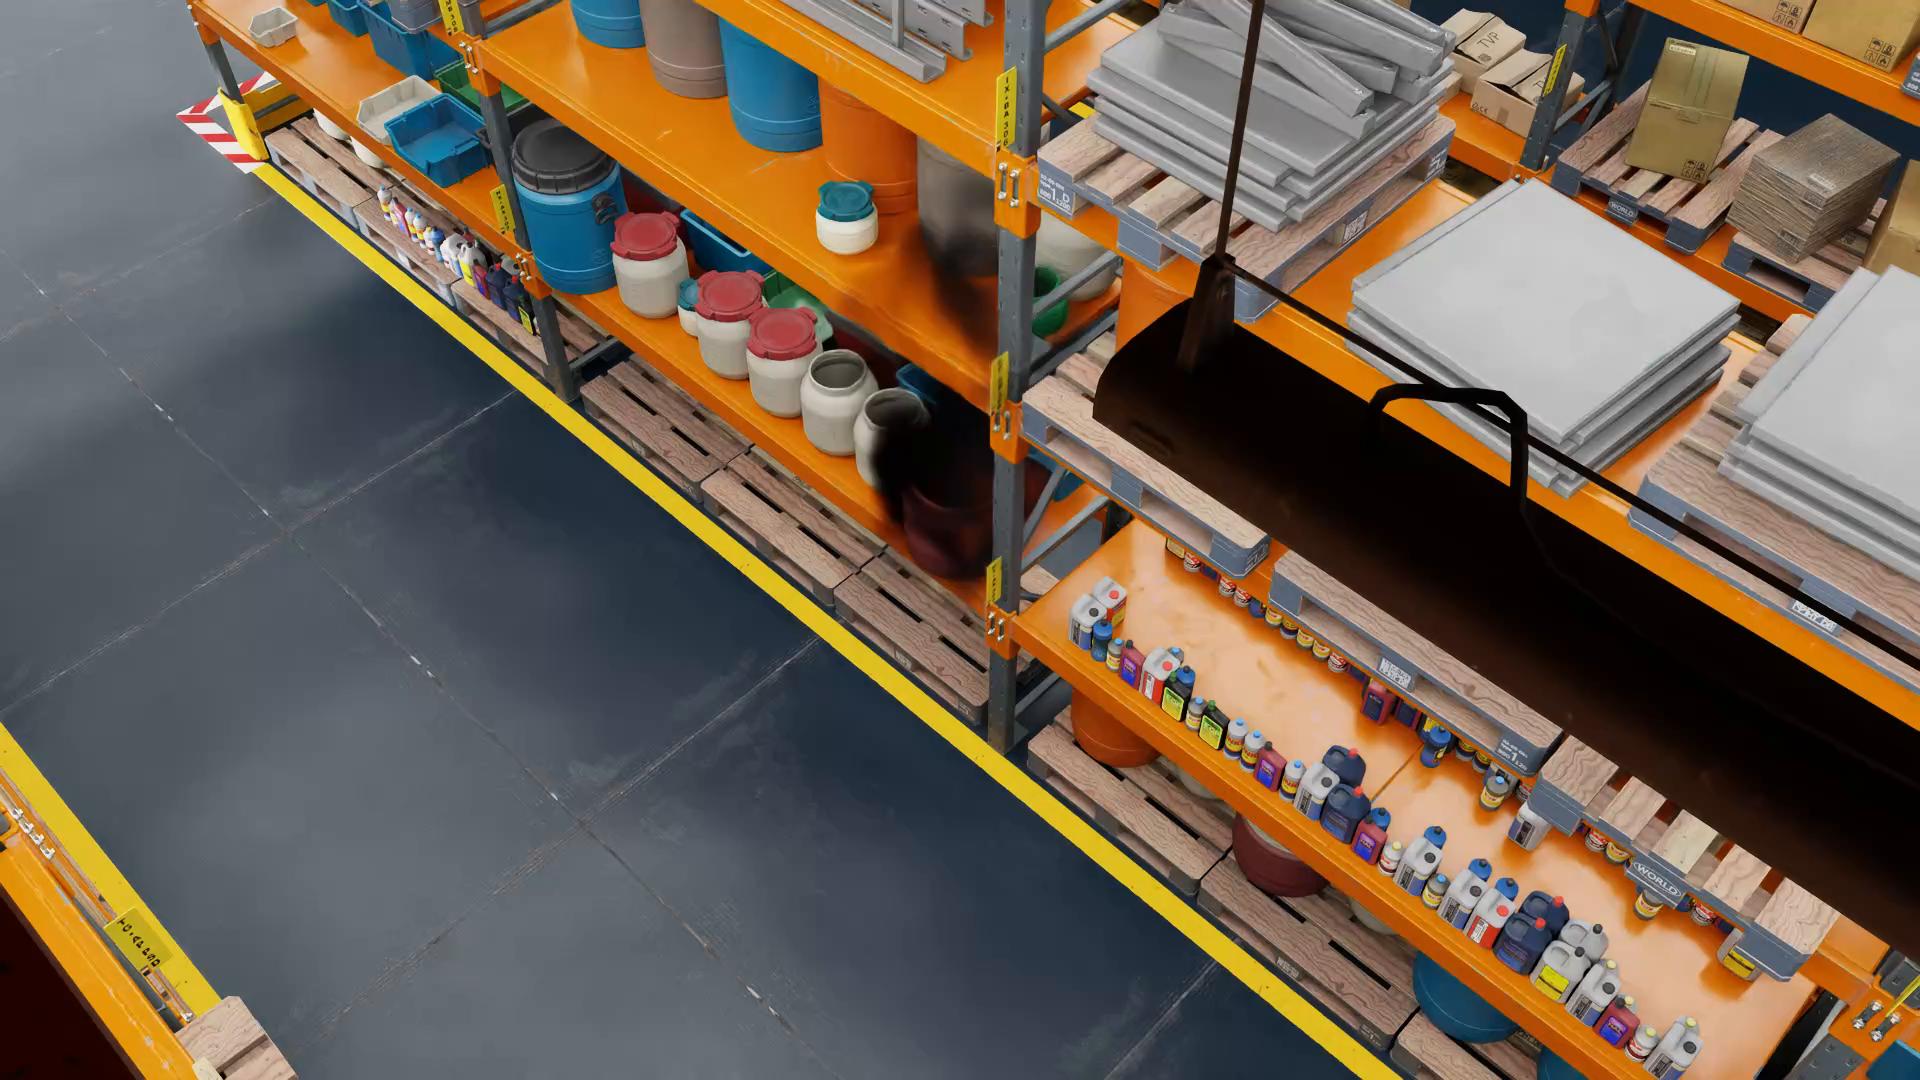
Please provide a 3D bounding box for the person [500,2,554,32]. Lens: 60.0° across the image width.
[{"bbox_3d":[-3.315,-4.209,12.759,0.791,1.825,0.676,33,58,25],"label":"person"}]
